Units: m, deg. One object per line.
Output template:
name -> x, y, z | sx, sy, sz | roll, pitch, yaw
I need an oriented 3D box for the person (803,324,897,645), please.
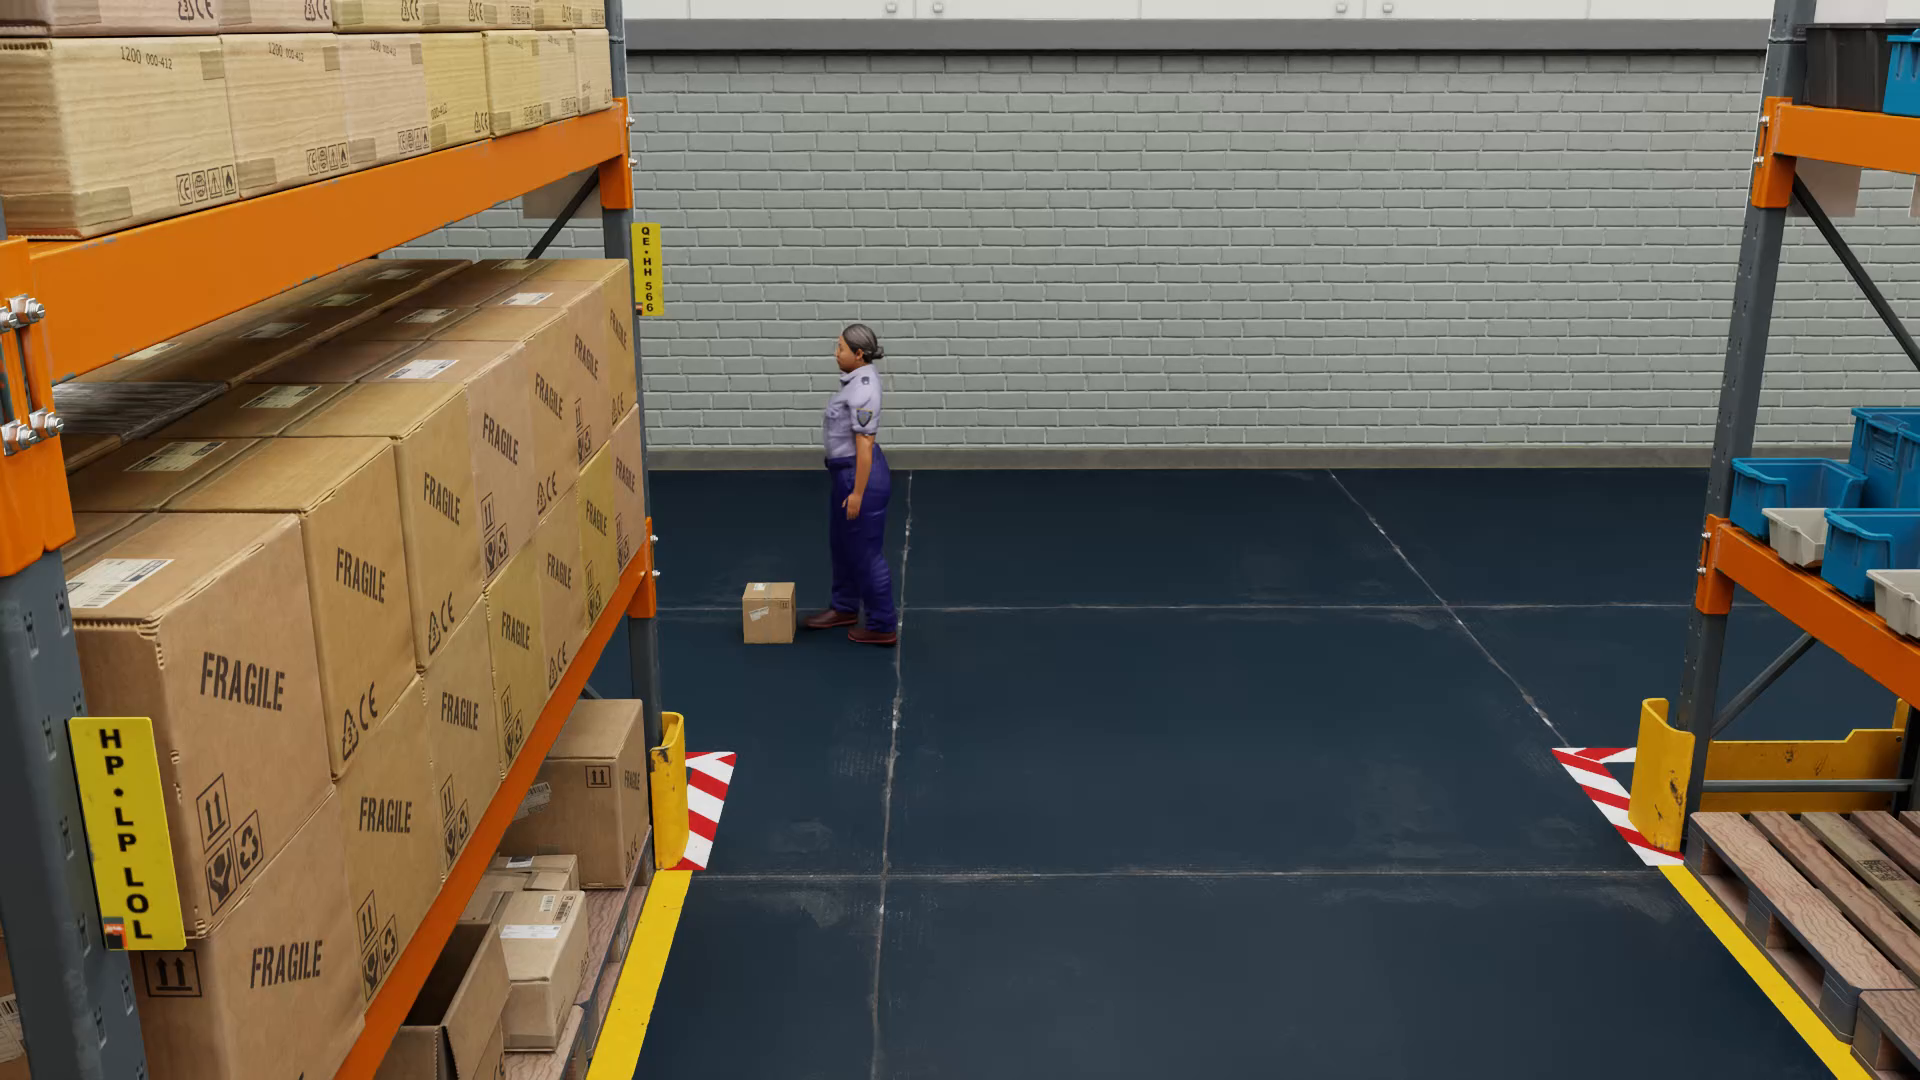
person -> -0.578, -0.284, 8.499 | 0.502, 1.656, 0.477 | 0, 17, -1
